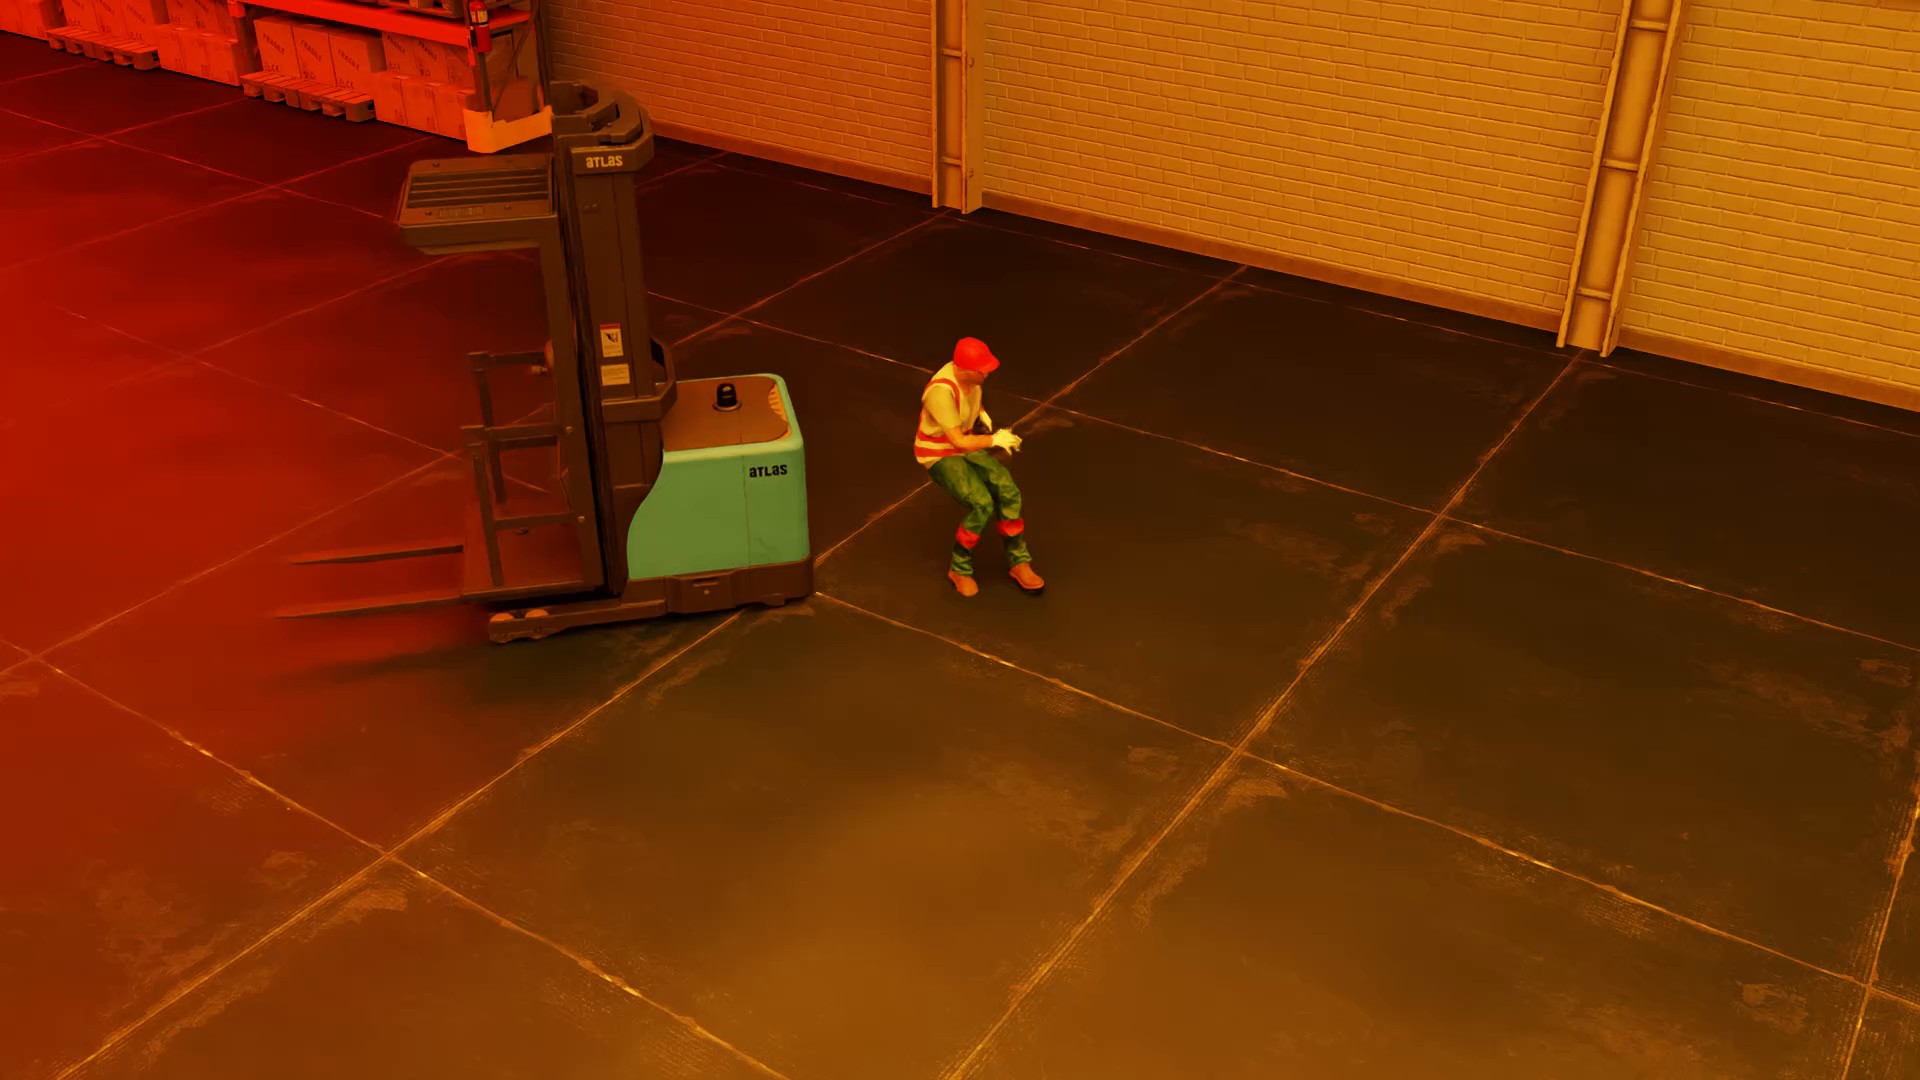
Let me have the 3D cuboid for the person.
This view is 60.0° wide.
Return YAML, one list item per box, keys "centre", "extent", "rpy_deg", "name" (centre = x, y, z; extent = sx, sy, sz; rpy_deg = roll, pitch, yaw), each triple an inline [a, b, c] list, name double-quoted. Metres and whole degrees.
- centre: [0.199, -0.506, 9.953]
  extent: [0.947, 1.534, 0.928]
  rpy_deg: [17, 34, 27]
  name: "person"

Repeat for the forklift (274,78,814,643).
- centre: [-2.439, -0.971, 9.253]
  extent: [3.031, 2.935, 1.130]
  rpy_deg: [-6, 31, -11]
  name: "forklift"
